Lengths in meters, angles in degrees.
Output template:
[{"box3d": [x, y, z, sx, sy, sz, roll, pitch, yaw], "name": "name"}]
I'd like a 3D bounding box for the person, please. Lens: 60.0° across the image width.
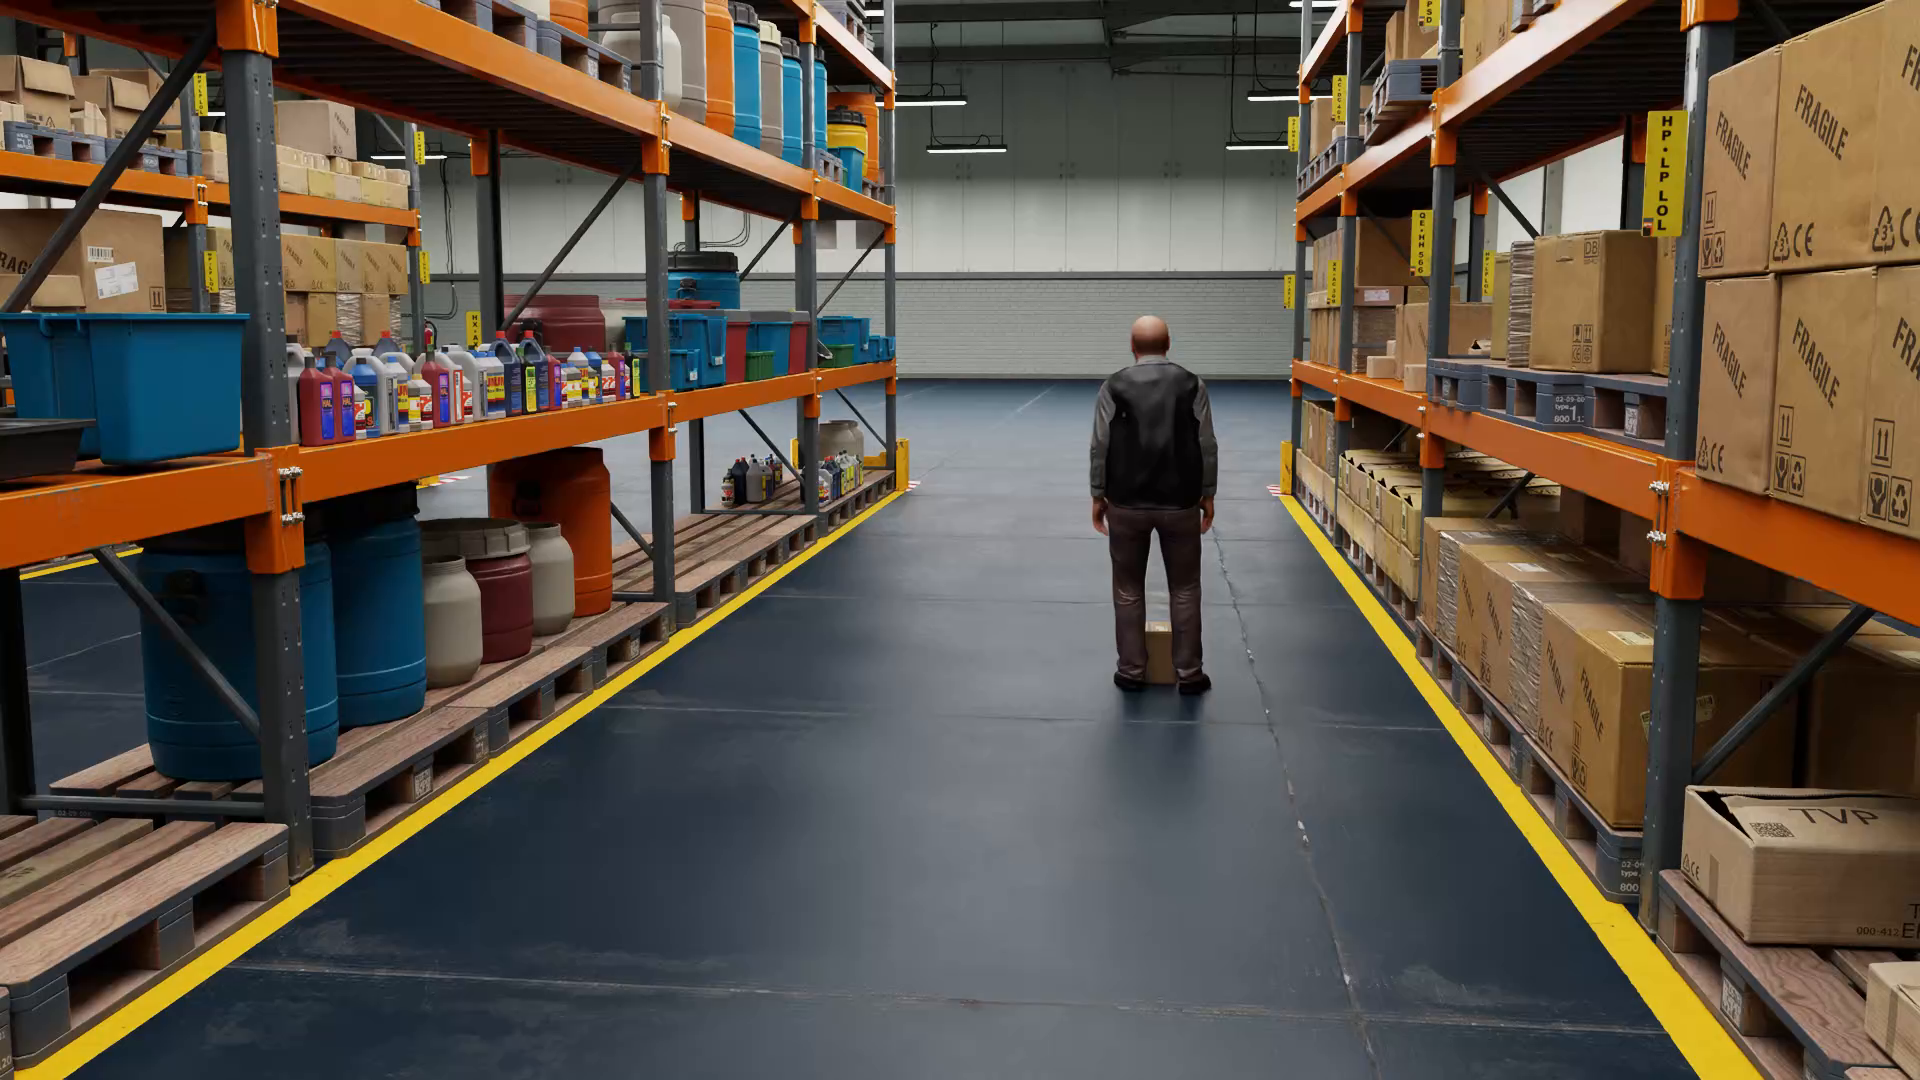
[{"box3d": [0.879, -0.158, 7.586, 0.581, 1.719, 0.475, 0, 8, 3], "name": "person"}]
